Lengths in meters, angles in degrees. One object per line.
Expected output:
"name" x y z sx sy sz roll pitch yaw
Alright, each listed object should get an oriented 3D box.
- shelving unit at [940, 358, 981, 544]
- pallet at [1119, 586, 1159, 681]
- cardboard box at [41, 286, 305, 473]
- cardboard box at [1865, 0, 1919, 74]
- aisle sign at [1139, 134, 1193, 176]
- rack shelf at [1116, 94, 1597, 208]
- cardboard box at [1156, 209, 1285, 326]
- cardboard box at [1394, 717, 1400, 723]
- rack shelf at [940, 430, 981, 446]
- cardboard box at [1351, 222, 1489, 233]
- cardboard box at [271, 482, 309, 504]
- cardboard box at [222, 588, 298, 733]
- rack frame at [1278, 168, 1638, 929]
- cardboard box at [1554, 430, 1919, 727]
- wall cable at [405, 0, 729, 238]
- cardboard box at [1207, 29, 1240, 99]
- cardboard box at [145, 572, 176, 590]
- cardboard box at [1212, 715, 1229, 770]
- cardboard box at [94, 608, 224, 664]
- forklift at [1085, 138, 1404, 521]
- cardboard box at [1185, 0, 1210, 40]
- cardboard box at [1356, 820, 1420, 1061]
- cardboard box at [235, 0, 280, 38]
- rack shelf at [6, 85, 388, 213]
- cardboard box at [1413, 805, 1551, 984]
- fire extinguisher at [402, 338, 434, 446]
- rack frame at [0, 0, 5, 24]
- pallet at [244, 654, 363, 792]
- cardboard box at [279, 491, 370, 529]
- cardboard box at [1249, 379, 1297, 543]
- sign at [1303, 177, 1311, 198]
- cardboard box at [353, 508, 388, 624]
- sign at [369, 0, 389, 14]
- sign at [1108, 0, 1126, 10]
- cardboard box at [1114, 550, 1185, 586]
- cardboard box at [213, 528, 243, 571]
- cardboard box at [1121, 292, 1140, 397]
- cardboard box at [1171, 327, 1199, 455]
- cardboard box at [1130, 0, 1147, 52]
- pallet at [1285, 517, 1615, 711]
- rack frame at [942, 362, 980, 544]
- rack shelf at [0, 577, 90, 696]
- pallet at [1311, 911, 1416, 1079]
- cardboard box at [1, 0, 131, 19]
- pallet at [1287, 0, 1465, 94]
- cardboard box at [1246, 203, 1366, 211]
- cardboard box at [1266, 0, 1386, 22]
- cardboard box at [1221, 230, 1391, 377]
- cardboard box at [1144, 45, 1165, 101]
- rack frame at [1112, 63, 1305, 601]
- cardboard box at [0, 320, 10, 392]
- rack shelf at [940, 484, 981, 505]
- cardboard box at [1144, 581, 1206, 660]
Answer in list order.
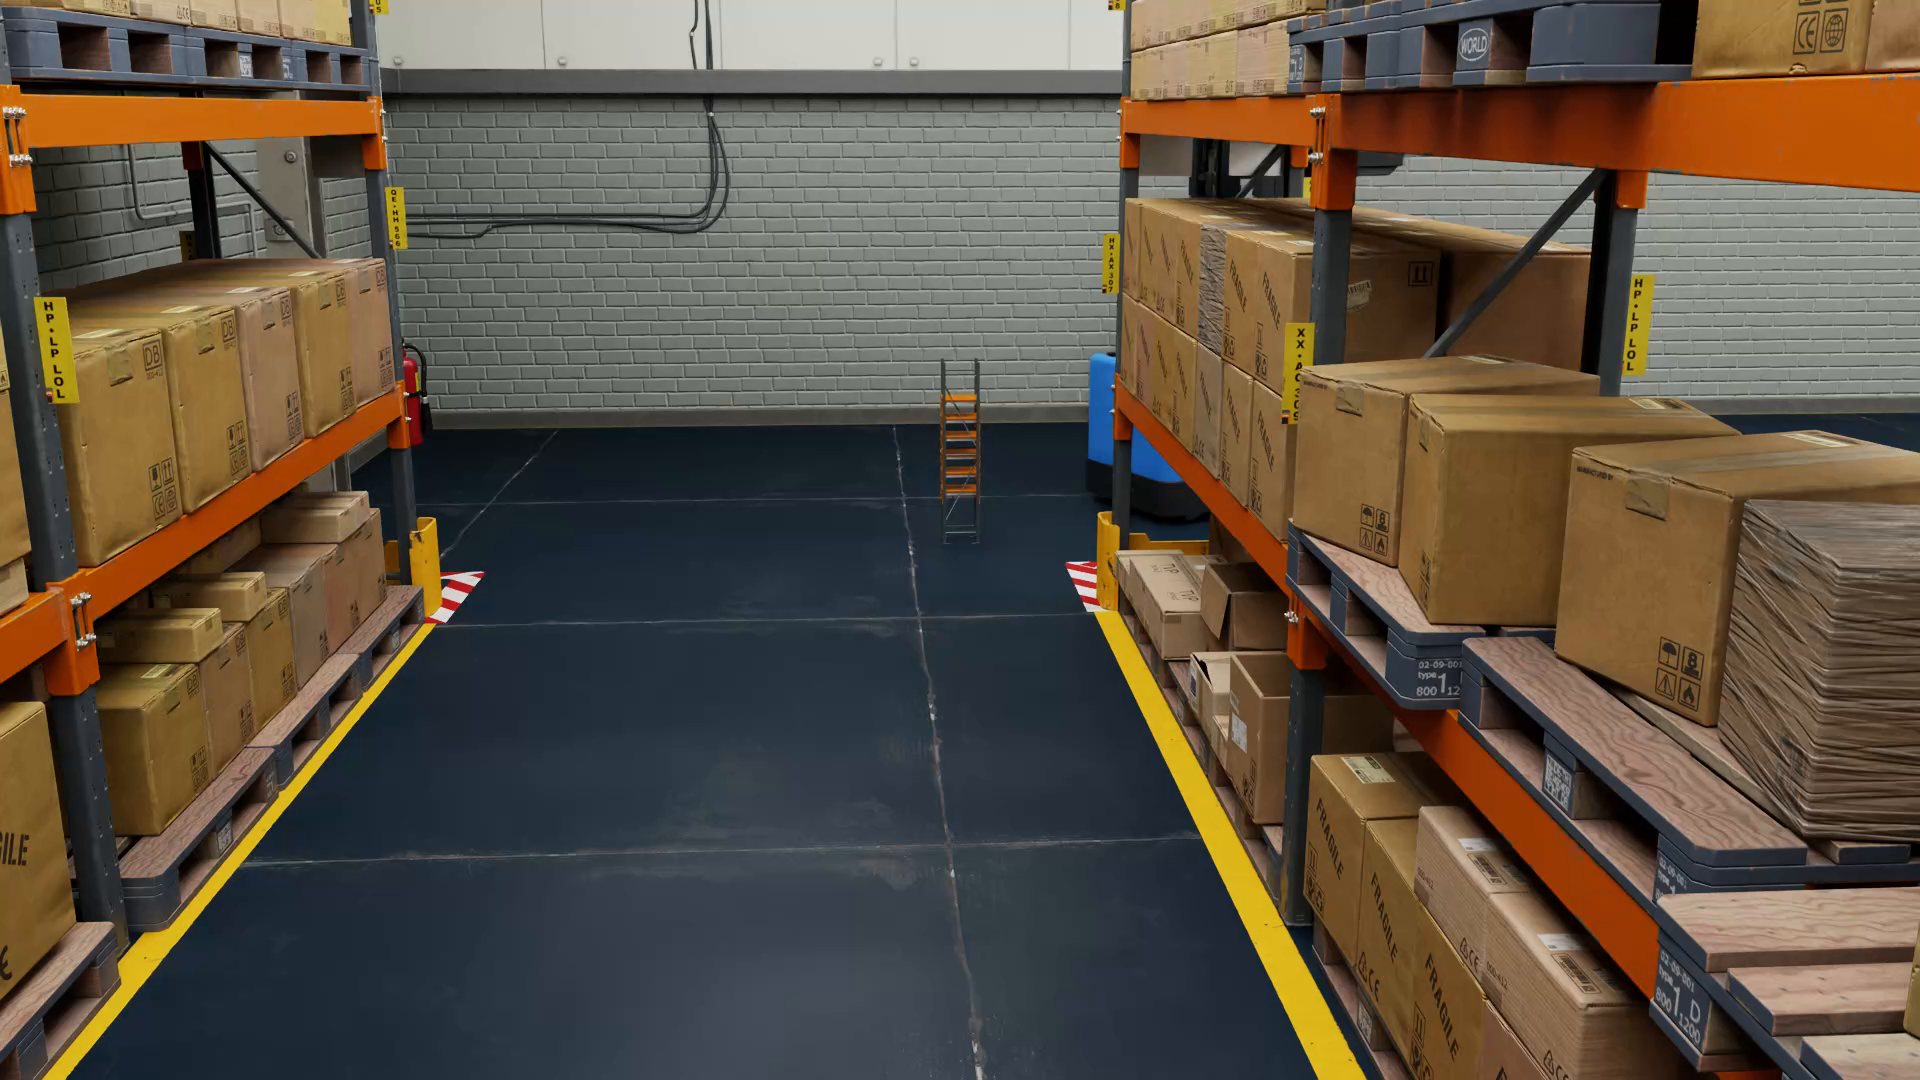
"shelving unit" 0.001 -0.577 10.863 0.258 1.200 0.189 -1 14 -3
"pallet" 1.437 0.448 8.861 1.003 0.211 1.213 -1 14 -3
"cardboard box" -3.426 -0.690 7.087 0.980 0.700 0.700 -2 15 -6
"cardboard box" 1.786 -0.866 2.151 0.910 0.500 0.500 -1 14 -3
"aisle sign" 1.085 -2.391 9.082 0.394 0.787 0.004 -1 14 -3
"rack shelf" 1.506 -1.726 7.140 1.077 0.370 4.000 -1 14 -3
"cardboard box" 1.213 -1.283 7.787 0.500 0.500 0.500 -1 14 -3
"cardboard box" 1.756 0.712 7.043 0.380 0.166 0.250 -1 14 -3
"rack shelf" 0.001 -0.651 10.844 0.258 0.103 0.180 -1 14 -3
"cardboard box" 1.818 -1.035 6.822 0.500 0.500 0.500 -1 14 -5
"cardboard box" -3.626 -0.204 8.673 0.380 0.149 0.250 -1 14 -3
"cardboard box" -3.315 0.520 7.160 0.700 0.500 0.500 -1 14 -2
"rack frame" 1.630 -0.125 5.491 1.000 3.000 0.127 -1 14 -3
"cardboard box" 1.801 0.062 3.722 0.700 0.500 0.500 -5 15 -18
"wall cable" -3.555 -3.856 14.184 3.097 2.526 0.112 -1 14 -3
"cardboard box" 1.274 -1.870 6.557 0.500 0.250 0.500 -1 14 -3
"cardboard box" -3.513 0.238 6.953 0.380 0.149 0.250 -1 14 -3
"cardboard box" 1.228 0.813 6.684 0.380 0.149 0.250 -1 14 -3
"cardboard box" -3.097 0.370 6.439 0.380 0.149 0.250 0 14 -2
"forklift" 2.458 -1.795 12.119 3.031 2.935 1.130 -8 16 -28
"cardboard box" 1.242 -2.237 6.978 0.500 0.250 0.500 -1 14 -3
"cardboard box" 1.461 1.129 4.750 0.500 0.500 0.500 -1 14 -3
"cardboard box" -3.181 -2.237 6.939 0.500 0.250 0.500 -1 14 -5
"rack shelf" -3.438 -1.649 6.839 1.077 0.370 4.000 -1 14 -3
"cardboard box" 1.479 0.883 4.205 0.500 0.250 0.500 -1 14 -3
"fire extinguisher" -3.110 -0.869 9.286 0.296 0.674 0.183 -1 14 -3
"rack frame" -3.314 -2.953 4.443 1.000 3.000 0.127 -1 14 -3
"pallet" -3.362 0.809 7.459 1.003 0.211 1.213 -1 14 -3
"cardboard box" -3.229 -0.147 8.451 0.380 0.149 0.250 -1 14 -4
"cardboard box" 1.343 -0.293 5.946 0.500 0.500 0.500 -1 14 -3
"sign" 1.937 -1.837 9.188 0.100 0.325 0.005 -1 14 -3
"cardboard box" -3.419 0.138 8.645 0.700 0.500 0.500 -1 14 -3
"sign" -3.019 -2.890 8.601 0.100 0.325 0.005 -1 14 -3
"sign" 0.841 -2.987 8.842 0.100 0.325 0.005 -1 14 -3
"cardboard box" 1.065 0.158 9.232 0.380 0.149 0.250 -1 14 -3
"cardboard box" -3.562 0.047 7.696 0.380 0.149 0.250 -1 14 -3
"cardboard box" 1.147 -1.053 8.900 0.500 0.500 0.500 -1 14 -2
"cardboard box" 1.241 -0.676 7.433 0.500 0.500 0.500 -1 14 -3
"cardboard box" 1.154 -2.610 8.428 0.500 0.250 0.500 -1 14 -3
"pallet" 1.571 0.169 4.736 1.003 0.211 1.213 -1 14 -3
"rack frame" 0.007 -0.555 10.774 0.240 1.200 0.006 -1 14 -3
"rack shelf" -3.190 0.799 3.346 1.077 0.370 4.000 -1 14 -3
"pallet" 1.718 1.428 5.054 1.003 0.211 1.213 -1 14 -3
"cardboard box" -3.094 -1.855 5.454 0.500 0.250 0.500 -1 14 -4
"pallet" 1.600 -1.323 4.506 1.213 0.211 1.003 -1 14 -3
"cardboard box" 1.716 -1.420 8.318 0.500 0.500 0.500 0 14 -2
"cardboard box" 1.329 -1.864 5.527 0.500 0.250 0.500 -1 14 -3
"cardboard box" 1.306 -0.906 6.322 0.500 0.500 0.500 -1 14 -5
"cardboard box" 1.178 -2.243 8.006 0.500 0.250 0.500 -1 14 -3
"rack frame" 1.382 -1.119 9.357 1.000 3.000 0.127 -1 14 -3
"cardboard box" -3.030 -0.500 4.608 0.500 0.250 0.500 -1 14 -2
"rack shelf" 0.001 -0.302 10.934 0.258 0.103 0.180 -1 14 -3
"cardboard box" 1.195 0.387 8.136 0.500 0.250 0.500 -1 14 -3
